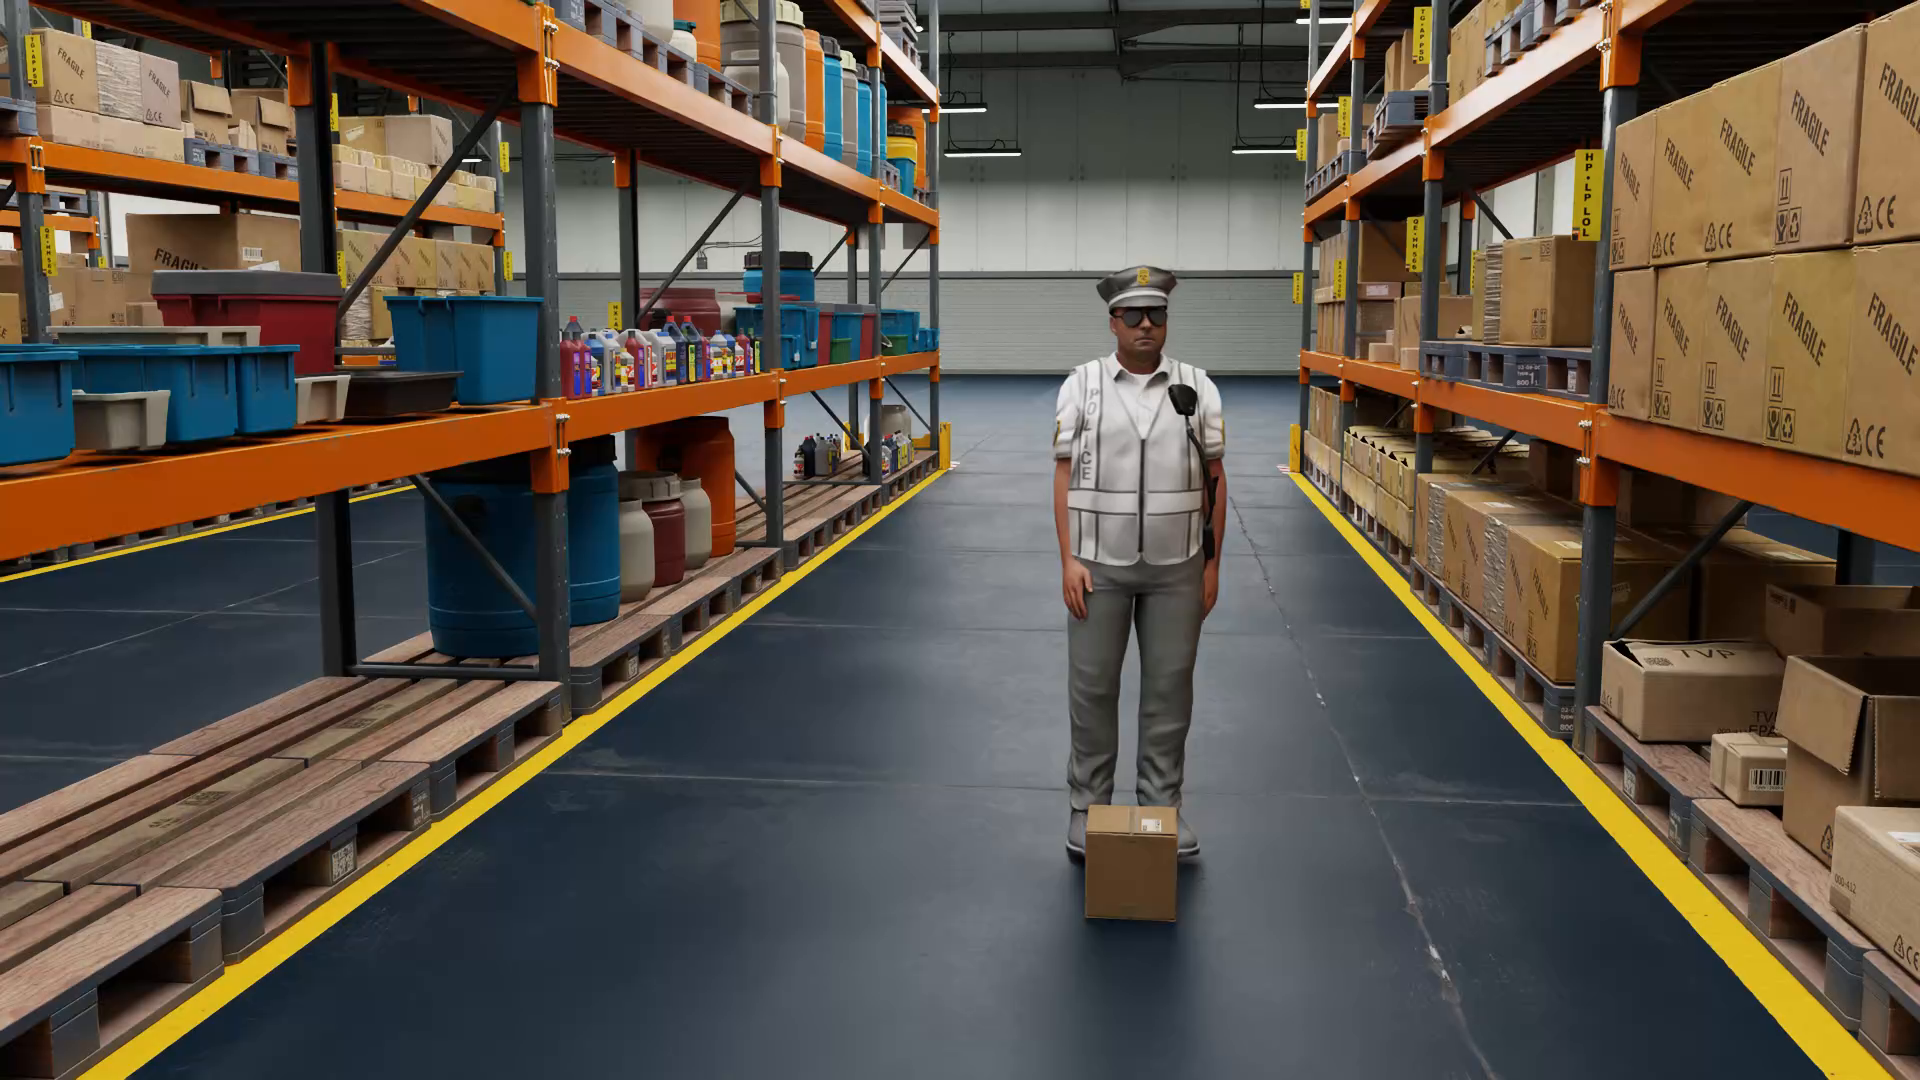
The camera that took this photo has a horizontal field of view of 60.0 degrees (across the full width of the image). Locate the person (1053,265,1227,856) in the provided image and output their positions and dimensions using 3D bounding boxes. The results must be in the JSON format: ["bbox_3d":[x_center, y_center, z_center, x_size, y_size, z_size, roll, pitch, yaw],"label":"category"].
[{"bbox_3d":[0.548,0.061,5.057,0.532,1.773,0.392,0,8,1],"label":"person"}]
